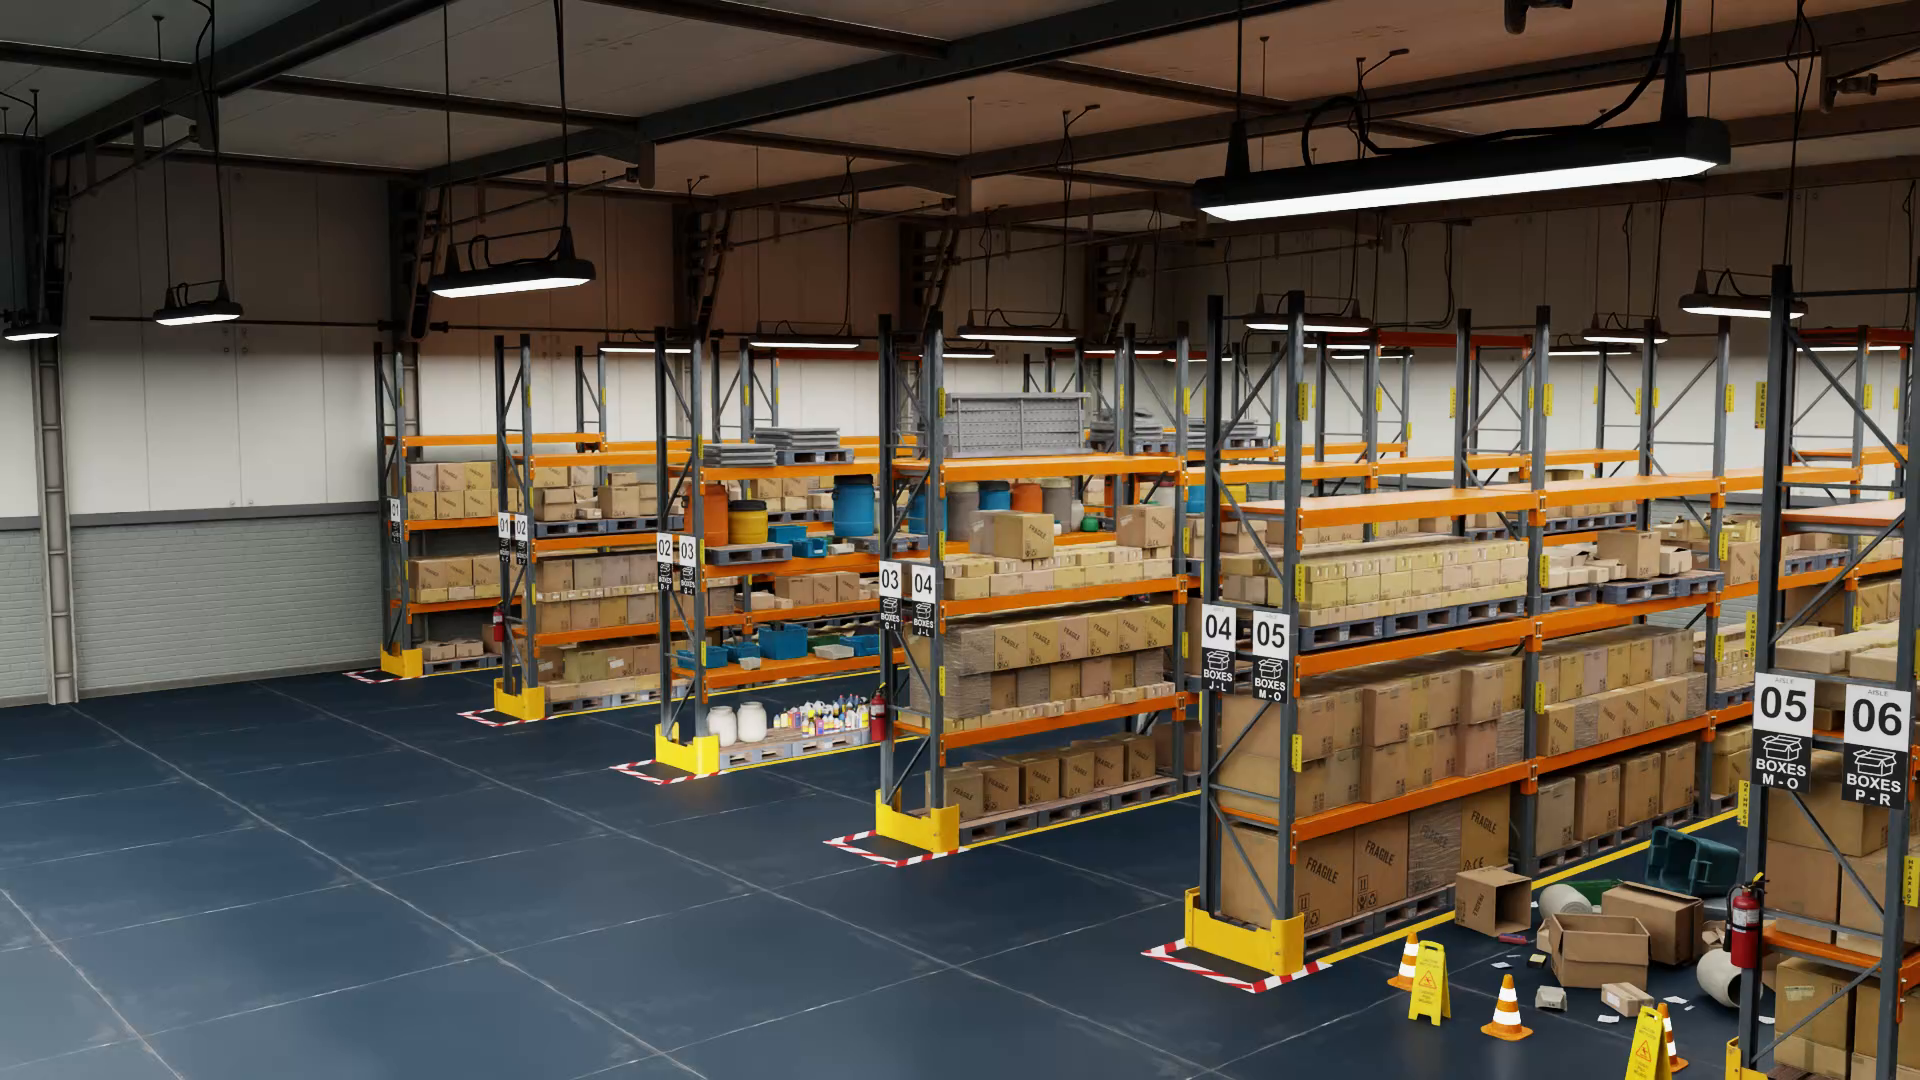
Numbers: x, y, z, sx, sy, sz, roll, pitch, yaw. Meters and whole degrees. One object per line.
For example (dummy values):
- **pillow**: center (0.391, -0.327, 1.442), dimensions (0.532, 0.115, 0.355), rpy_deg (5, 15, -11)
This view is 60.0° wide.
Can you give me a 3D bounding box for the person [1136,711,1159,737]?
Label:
- **person**: center (2.765, 2.159, 23.972), dimensions (0.519, 1.707, 0.367), rpy_deg (3, 6, 26)
